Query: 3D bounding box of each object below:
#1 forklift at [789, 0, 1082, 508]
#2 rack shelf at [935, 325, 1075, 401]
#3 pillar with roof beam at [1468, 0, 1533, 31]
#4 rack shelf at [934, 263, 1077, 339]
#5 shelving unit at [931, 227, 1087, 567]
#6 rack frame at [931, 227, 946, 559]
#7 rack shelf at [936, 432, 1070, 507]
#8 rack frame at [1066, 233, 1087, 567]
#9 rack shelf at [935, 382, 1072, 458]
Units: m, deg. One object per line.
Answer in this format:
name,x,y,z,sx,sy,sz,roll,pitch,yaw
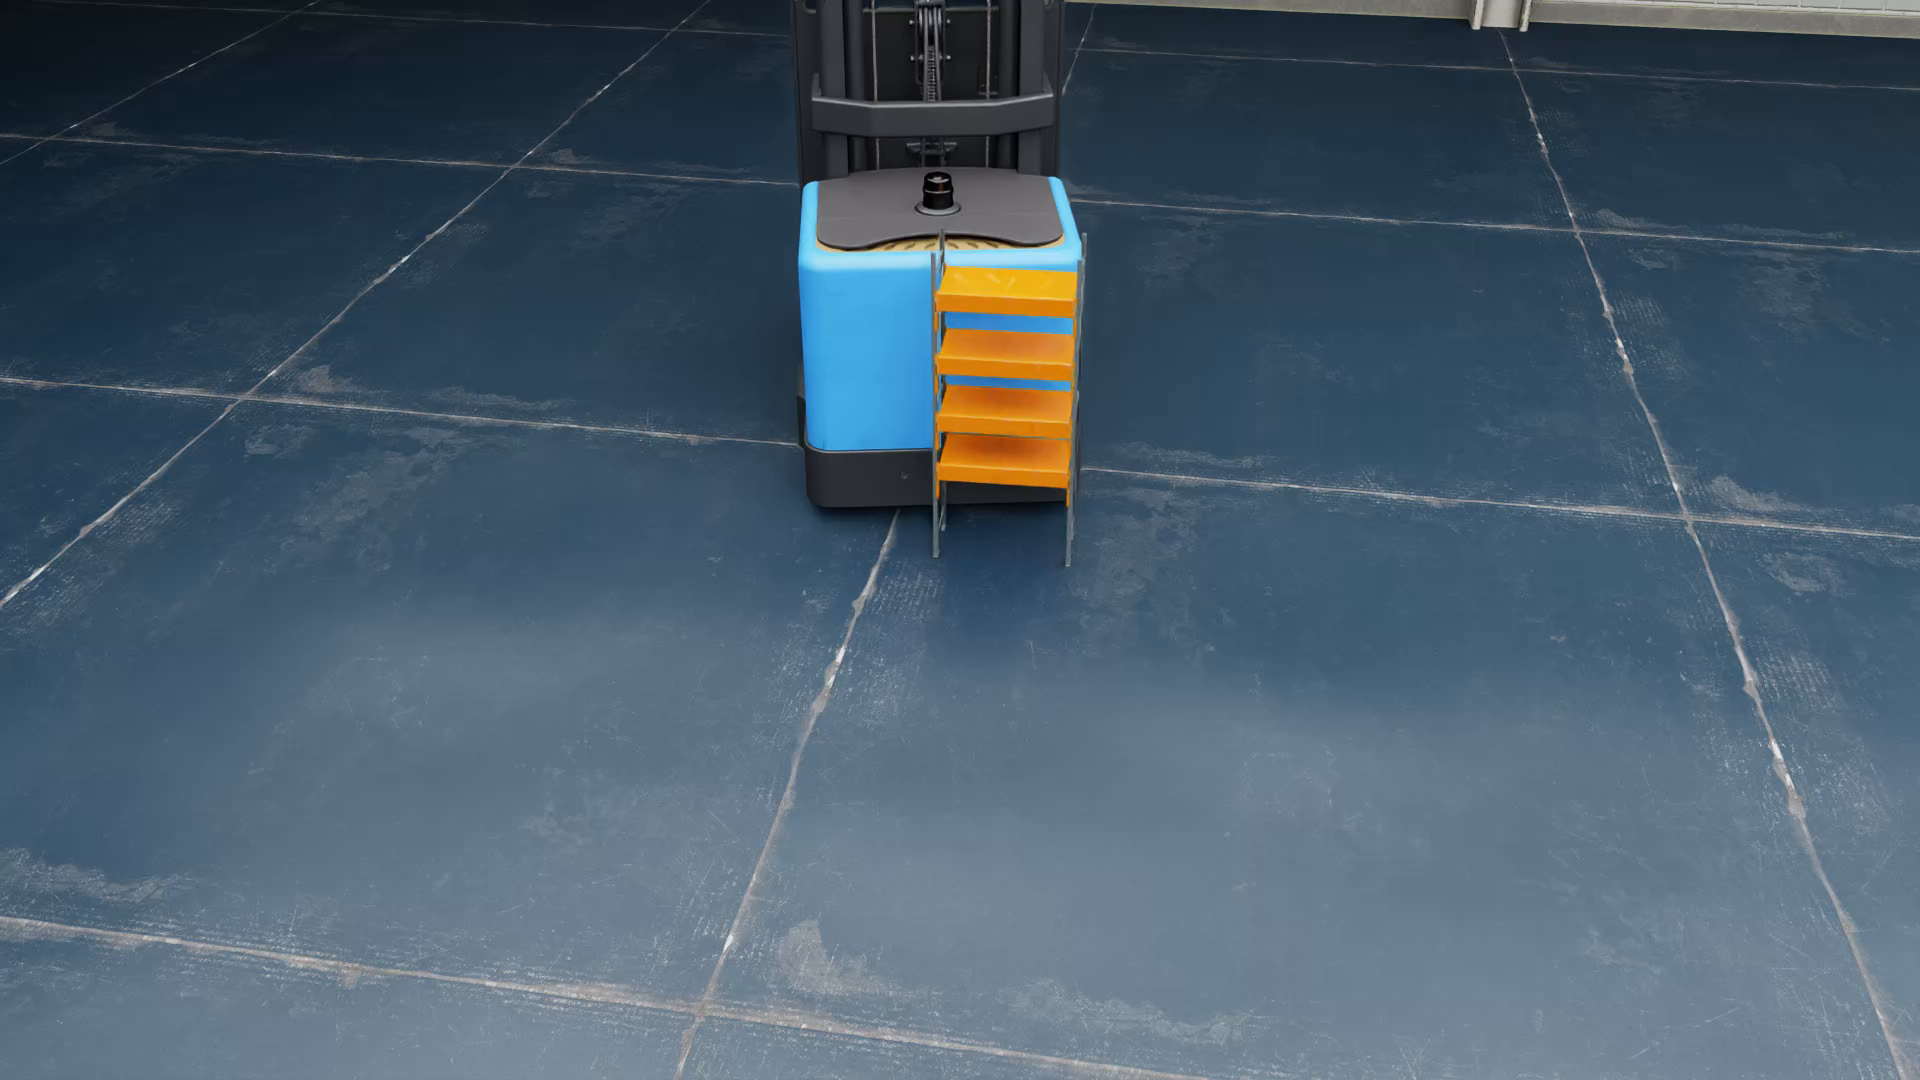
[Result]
forklift,-0.143,-2.118,6.871,1.130,2.935,3.031,-2,32,-3
rack shelf,0.167,-0.620,5.815,0.480,0.148,0.258,4,32,6
pillar with roof beam,3.277,-5.400,6.396,0.400,9.000,9.100,5,32,8
rack shelf,0.167,-0.821,5.690,0.480,0.148,0.258,4,32,6
shelving unit,0.167,-0.488,5.898,0.503,1.200,0.258,4,32,6
rack frame,-0.075,-0.504,5.924,0.015,1.200,0.240,4,32,6
rack shelf,0.167,-0.262,6.039,0.480,0.148,0.258,4,32,6
rack frame,0.409,-0.472,5.872,0.015,1.200,0.240,4,32,6
rack shelf,0.167,-0.431,5.934,0.480,0.148,0.258,4,32,6
